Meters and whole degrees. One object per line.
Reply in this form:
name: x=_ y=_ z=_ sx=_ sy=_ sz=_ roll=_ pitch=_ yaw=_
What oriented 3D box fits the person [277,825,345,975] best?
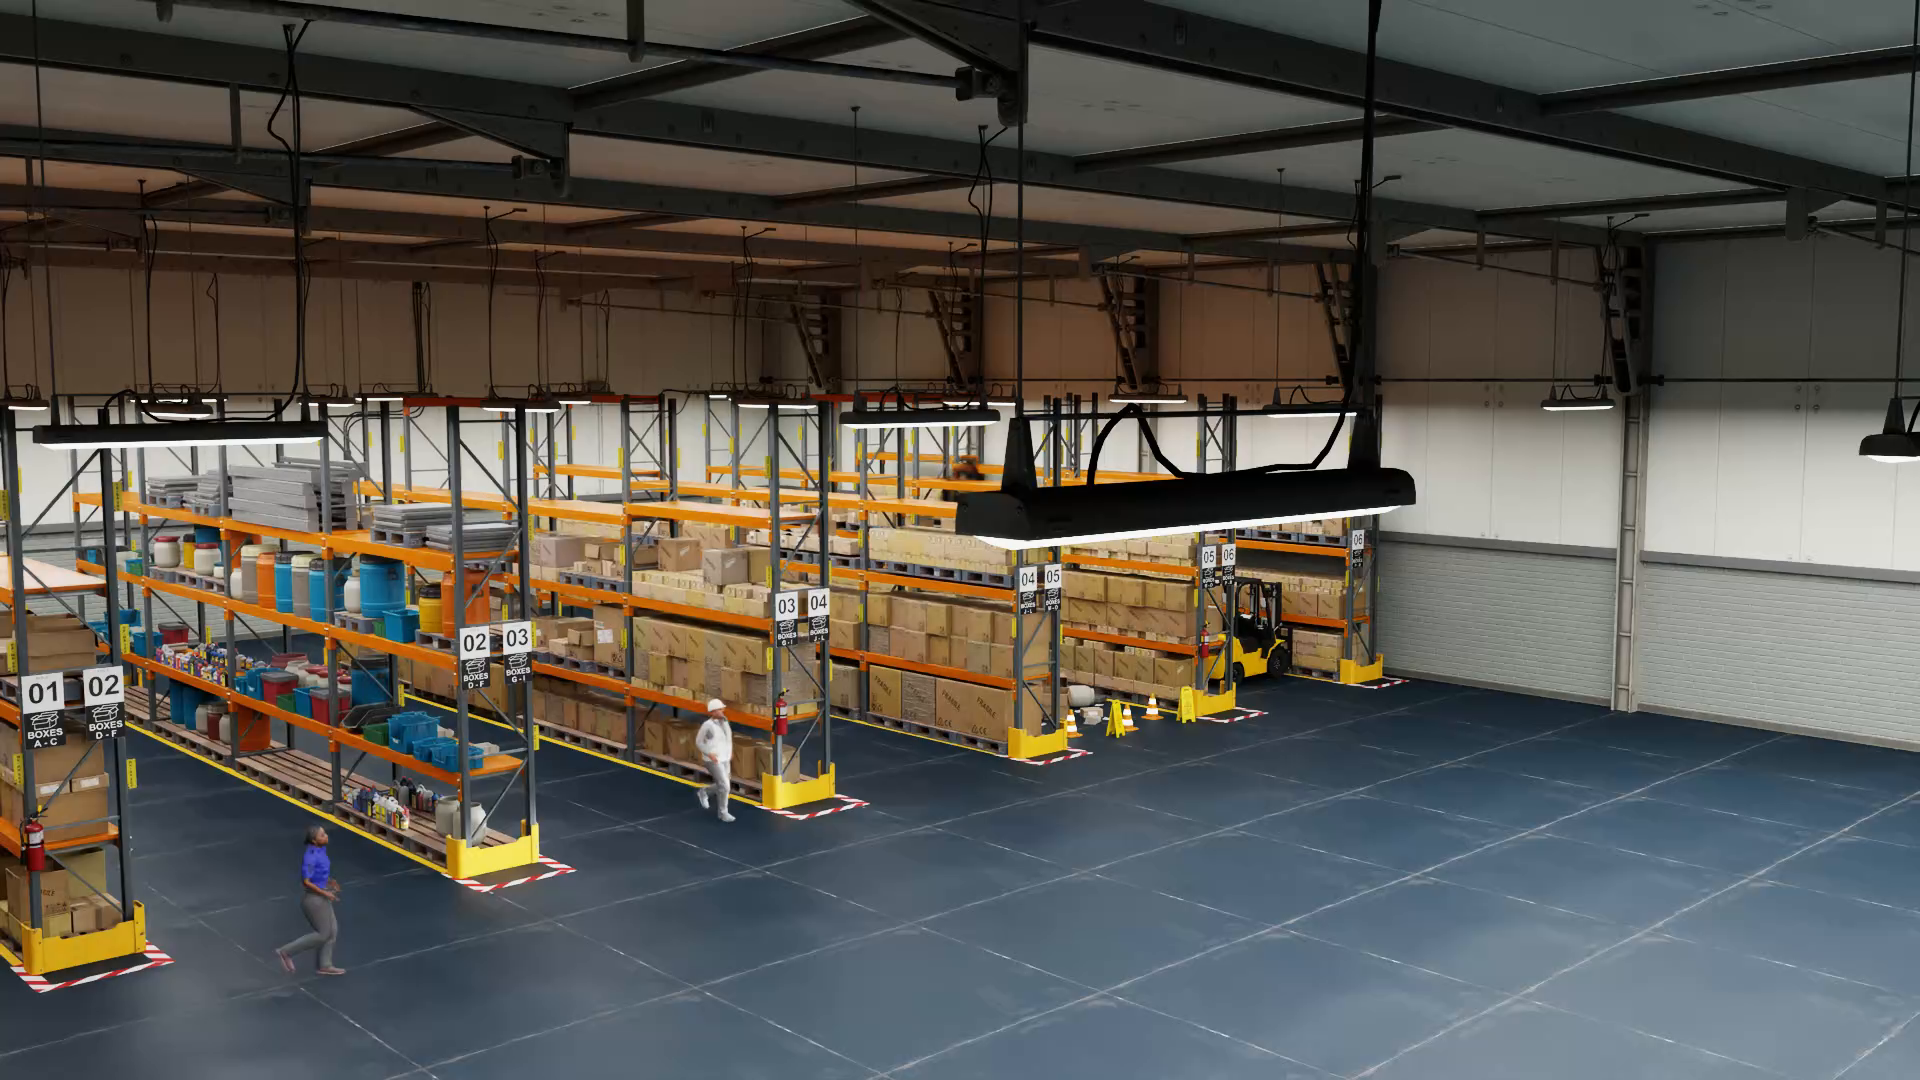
person: x=-6.898 y=3.833 z=17.644 sx=0.658 sy=1.638 sz=0.581 roll=-2 pitch=6 yaw=-17

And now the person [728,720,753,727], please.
person: x=-4.000 y=2.521 z=30.361 sx=0.834 sy=1.746 sz=0.718 roll=4 pitch=7 yaw=34

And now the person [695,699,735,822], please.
person: x=-3.553 y=3.155 z=23.972 sx=0.719 sy=1.754 sz=0.665 roll=3 pitch=6 yaw=30
